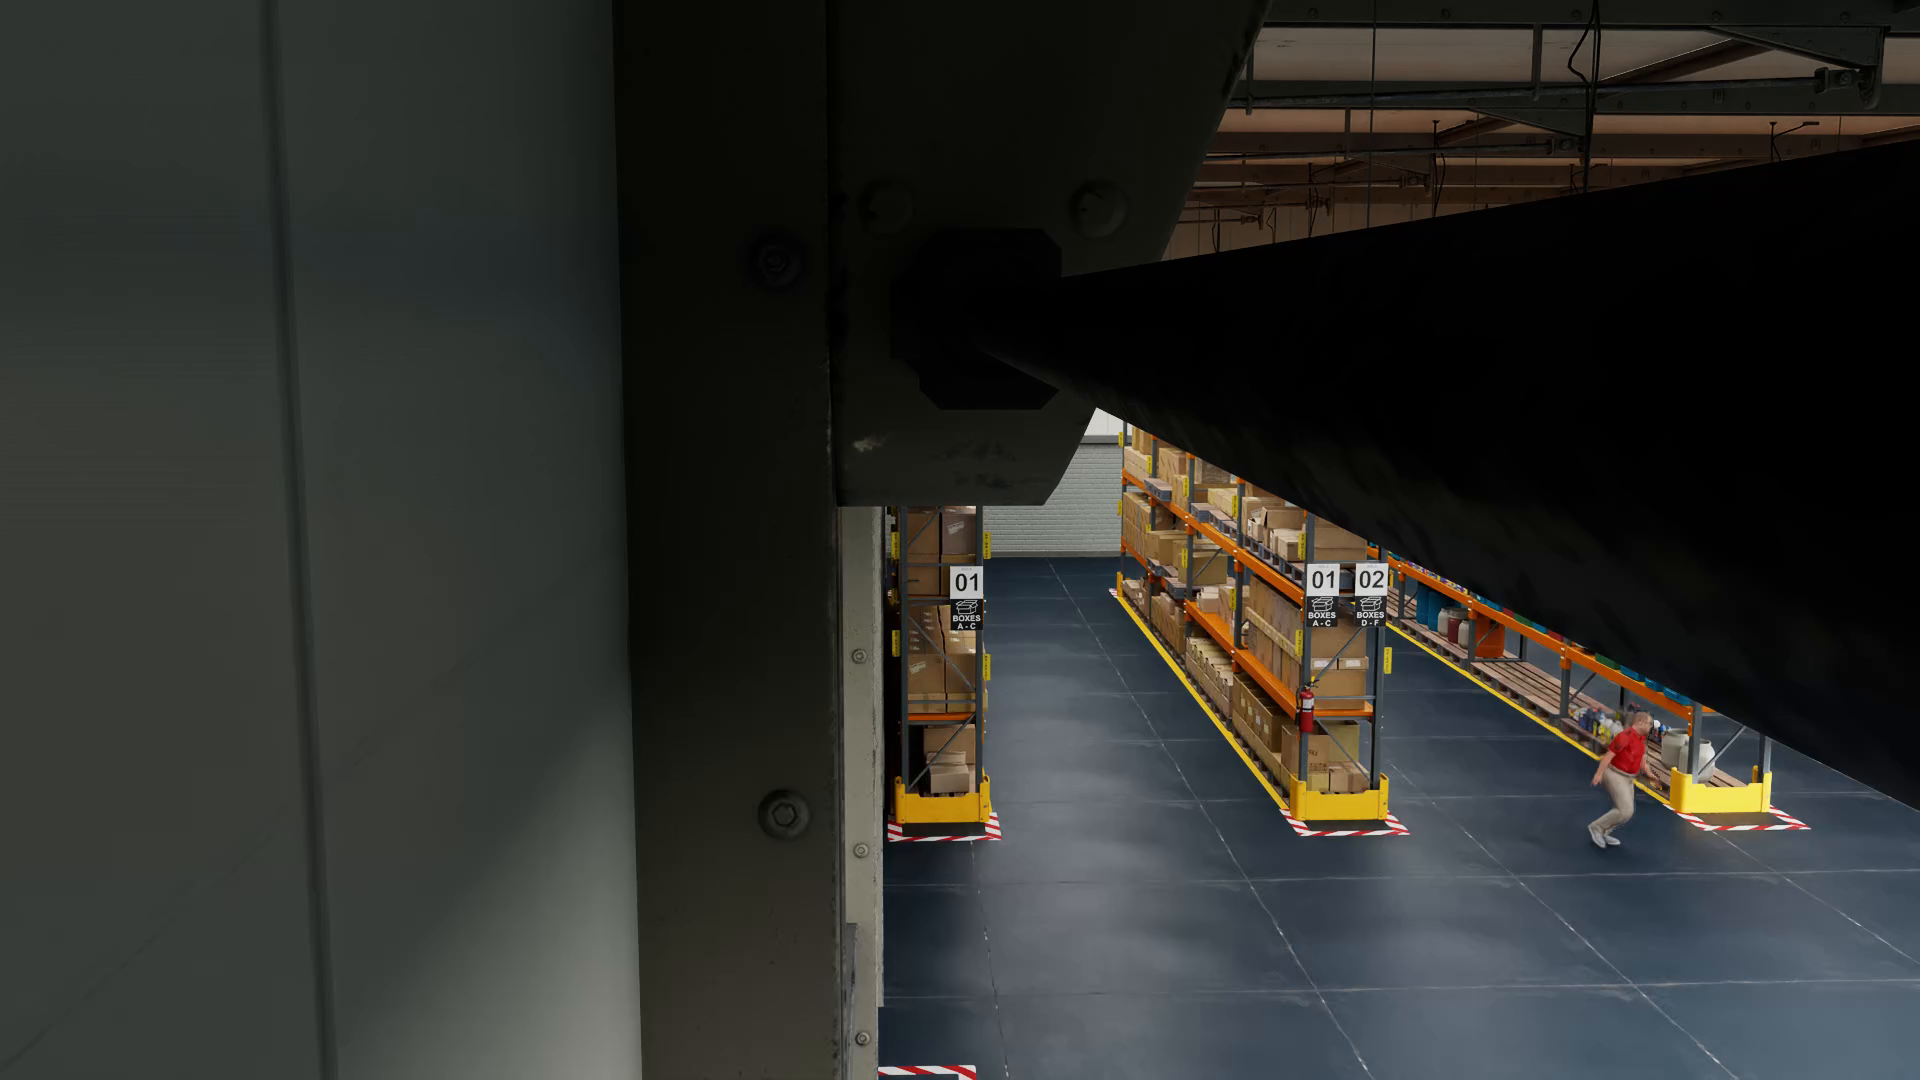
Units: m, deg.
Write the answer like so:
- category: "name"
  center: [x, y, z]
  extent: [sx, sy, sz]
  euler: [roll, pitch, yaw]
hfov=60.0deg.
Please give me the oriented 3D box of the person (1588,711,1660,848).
- category: "person"
  center: [7.767, 2.788, 19.447]
  extent: [0.669, 1.637, 0.648]
  euler: [7, 11, 42]
